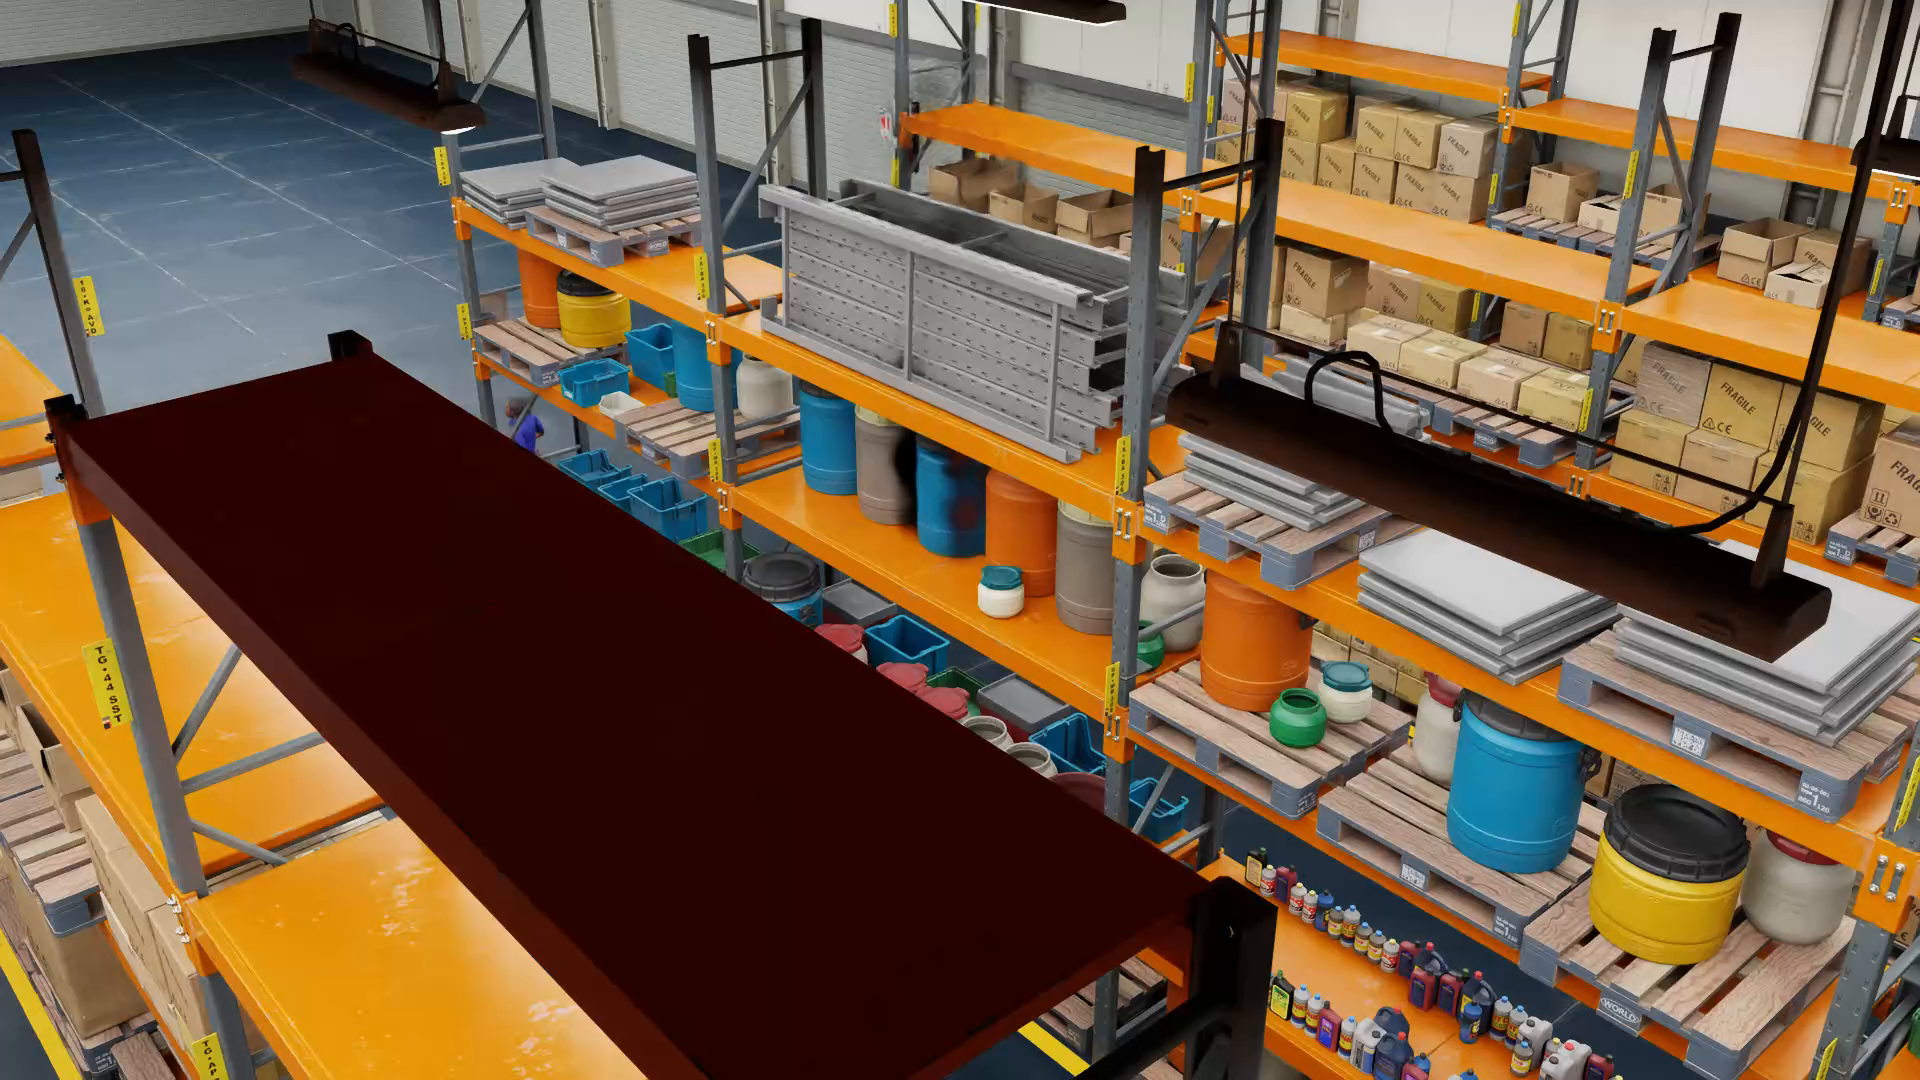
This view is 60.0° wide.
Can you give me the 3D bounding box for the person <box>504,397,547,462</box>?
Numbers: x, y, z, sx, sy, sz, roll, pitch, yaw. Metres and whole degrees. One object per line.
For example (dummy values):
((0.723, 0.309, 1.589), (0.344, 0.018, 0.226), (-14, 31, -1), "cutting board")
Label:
((-4.496, -0.749, 17.324), (0.590, 1.594, 0.606), (7, 28, 13), "person")
